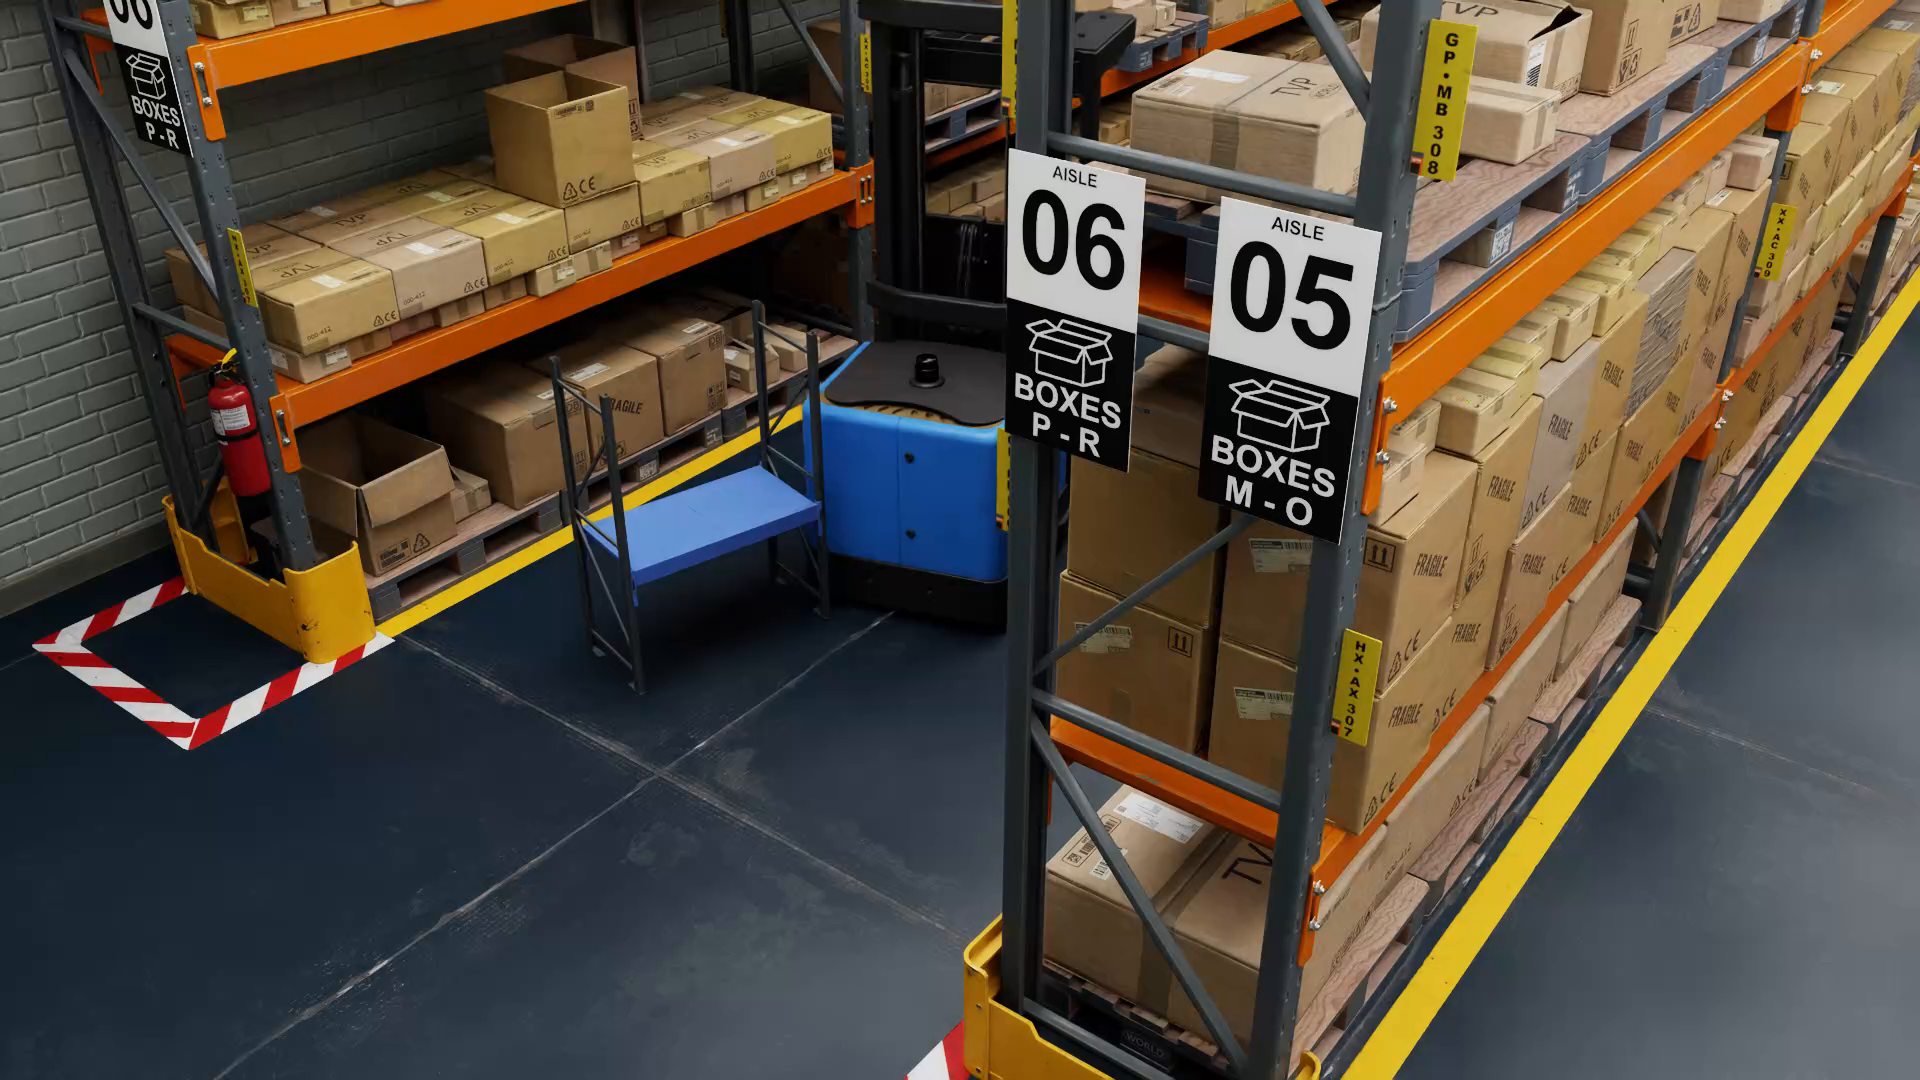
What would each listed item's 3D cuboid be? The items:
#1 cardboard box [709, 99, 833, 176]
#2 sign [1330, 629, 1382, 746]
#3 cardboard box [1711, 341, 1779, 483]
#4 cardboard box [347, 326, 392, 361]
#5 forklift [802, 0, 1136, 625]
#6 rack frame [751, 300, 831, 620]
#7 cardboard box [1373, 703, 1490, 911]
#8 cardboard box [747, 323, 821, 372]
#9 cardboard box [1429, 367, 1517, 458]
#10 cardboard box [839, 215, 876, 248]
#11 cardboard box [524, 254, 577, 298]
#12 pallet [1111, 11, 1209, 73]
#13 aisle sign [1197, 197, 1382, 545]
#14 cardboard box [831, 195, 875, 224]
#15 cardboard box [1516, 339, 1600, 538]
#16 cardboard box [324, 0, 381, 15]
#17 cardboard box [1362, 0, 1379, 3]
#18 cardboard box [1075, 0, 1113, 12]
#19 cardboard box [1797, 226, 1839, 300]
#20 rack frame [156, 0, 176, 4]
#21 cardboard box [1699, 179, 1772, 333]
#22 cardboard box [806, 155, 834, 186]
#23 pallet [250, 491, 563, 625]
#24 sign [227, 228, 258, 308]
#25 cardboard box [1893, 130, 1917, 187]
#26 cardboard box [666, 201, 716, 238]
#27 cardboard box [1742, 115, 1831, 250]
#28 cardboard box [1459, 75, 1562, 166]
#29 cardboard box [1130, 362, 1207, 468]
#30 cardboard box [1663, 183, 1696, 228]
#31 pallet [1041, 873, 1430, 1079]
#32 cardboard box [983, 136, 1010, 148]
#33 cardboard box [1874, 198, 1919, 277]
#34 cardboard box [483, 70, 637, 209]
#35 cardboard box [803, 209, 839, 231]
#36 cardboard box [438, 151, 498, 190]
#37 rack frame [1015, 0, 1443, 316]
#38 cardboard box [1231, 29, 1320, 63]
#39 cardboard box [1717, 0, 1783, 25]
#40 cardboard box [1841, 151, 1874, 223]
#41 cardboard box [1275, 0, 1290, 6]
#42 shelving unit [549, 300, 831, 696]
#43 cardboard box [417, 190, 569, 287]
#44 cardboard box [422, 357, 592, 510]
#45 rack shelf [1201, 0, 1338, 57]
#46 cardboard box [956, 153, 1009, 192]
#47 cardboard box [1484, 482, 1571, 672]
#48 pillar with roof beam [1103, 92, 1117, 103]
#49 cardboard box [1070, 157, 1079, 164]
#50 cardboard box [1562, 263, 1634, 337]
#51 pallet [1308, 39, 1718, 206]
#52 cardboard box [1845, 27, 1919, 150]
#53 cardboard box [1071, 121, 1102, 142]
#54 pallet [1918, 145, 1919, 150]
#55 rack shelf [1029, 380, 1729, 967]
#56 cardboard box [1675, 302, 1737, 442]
[{"bbox_3d":[-1.088,-2.322,9.581,0.500,0.250,0.500,22,37,32],"label":"cardboard box"},{"bbox_3d":[1.009,0.378,4.243,0.100,0.325,0.005,21,37,31],"label":"sign"},{"bbox_3d":[3.835,-0.927,9.044,0.875,0.875,0.875,22,37,33],"label":"cardboard box"},{"bbox_3d":[-2.855,-0.973,7.696,0.380,0.149,0.250,22,37,32],"label":"cardboard box"},{"bbox_3d":[0.219,-1.594,8.565,1.130,2.935,3.031,10,32,17],"label":"forklift"},{"bbox_3d":[-0.797,-0.360,7.886,0.032,1.500,0.500,-22,37,-32],"label":"rack frame"},{"bbox_3d":[1.435,0.860,6.459,0.875,0.438,0.875,22,37,33],"label":"cardboard box"},{"bbox_3d":[-1.077,-1.178,10.180,0.380,0.149,0.250,20,36,30],"label":"cardboard box"},{"bbox_3d":[1.355,-0.398,4.765,0.380,0.149,0.250,22,37,33],"label":"cardboard box"},{"bbox_3d":[-0.546,-1.989,10.567,0.380,0.149,0.250,23,38,33],"label":"cardboard box"},{"bbox_3d":[-2.155,-1.364,8.356,0.380,0.149,0.250,20,36,30],"label":"cardboard box"},{"bbox_3d":[1.087,-3.787,12.385,1.213,0.211,1.003,21,37,31],"label":"pallet"},{"bbox_3d":[0.758,-0.388,3.913,0.394,0.787,0.004,21,37,31],"label":"aisle sign"},{"bbox_3d":[-0.594,-2.135,10.523,0.380,0.149,0.250,20,36,30],"label":"cardboard box"},{"bbox_3d":[1.698,-0.393,5.392,0.500,0.500,0.500,21,36,31],"label":"cardboard box"},{"bbox_3d":[-2.706,-2.368,7.109,0.380,0.149,0.250,21,37,32],"label":"cardboard box"},{"bbox_3d":[3.997,-5.480,16.358,0.500,0.250,0.500,22,37,32],"label":"cardboard box"},{"bbox_3d":[0.602,-3.671,11.489,0.797,0.503,0.637,20,36,30],"label":"cardboard box"},{"bbox_3d":[4.094,-1.462,8.421,0.500,0.250,0.500,21,36,31],"label":"cardboard box"},{"bbox_3d":[-3.389,-3.495,5.821,1.000,3.000,0.127,21,37,31],"label":"rack frame"},{"bbox_3d":[2.920,-1.211,6.772,0.500,0.500,0.500,21,36,31],"label":"cardboard box"},{"bbox_3d":[-0.966,-2.225,9.809,0.380,0.149,0.250,22,37,32],"label":"cardboard box"},{"bbox_3d":[-2.863,-0.070,8.661,1.003,0.211,1.213,21,37,31],"label":"pallet"},{"bbox_3d":[-2.956,-1.120,6.849,0.100,0.325,0.005,21,37,31],"label":"sign"},{"bbox_3d":[5.301,-2.290,9.819,0.500,0.250,0.500,20,36,30],"label":"cardboard box"},{"bbox_3d":[-1.555,-1.789,9.072,0.380,0.149,0.250,21,36,31],"label":"cardboard box"},{"bbox_3d":[3.480,-1.578,7.391,0.500,0.500,0.500,22,37,32],"label":"cardboard box"},{"bbox_3d":[1.411,-1.166,4.569,0.380,0.149,0.250,23,37,33],"label":"cardboard box"},{"bbox_3d":[0.627,-0.348,4.680,0.380,0.149,0.250,22,37,32],"label":"cardboard box"},{"bbox_3d":[2.510,-1.263,6.224,0.380,0.149,0.250,21,36,31],"label":"cardboard box"},{"bbox_3d":[0.991,1.462,6.076,1.003,0.211,1.213,21,37,31],"label":"pallet"},{"bbox_3d":[0.139,-2.892,12.092,0.380,0.149,0.250,21,37,32],"label":"cardboard box"},{"bbox_3d":[6.188,-2.219,11.718,0.950,0.372,0.625,20,36,30],"label":"cardboard box"},{"bbox_3d":[-1.995,-2.012,8.322,0.500,0.500,0.500,22,37,32],"label":"cardboard box"},{"bbox_3d":[-0.982,-2.163,10.861,0.380,0.149,0.250,20,36,29],"label":"cardboard box"},{"bbox_3d":[-2.392,-1.868,8.815,0.500,0.250,0.500,21,37,31],"label":"cardboard box"},{"bbox_3d":[0.570,-1.969,3.246,1.000,3.000,0.127,21,37,31],"label":"rack frame"},{"bbox_3d":[2.622,-4.116,14.671,0.875,0.625,0.625,19,36,29],"label":"cardboard box"},{"bbox_3d":[2.695,-1.955,5.901,0.380,0.149,0.250,22,37,32],"label":"cardboard box"},{"bbox_3d":[4.397,-1.881,8.638,0.500,0.250,0.500,20,36,30],"label":"cardboard box"},{"bbox_3d":[2.516,-4.621,13.753,0.500,0.250,0.500,20,36,30],"label":"cardboard box"},{"bbox_3d":[-1.197,-0.200,7.616,1.048,1.500,0.538,-22,37,-32],"label":"shelving unit"},{"bbox_3d":[-2.293,-1.491,8.180,0.500,0.250,0.500,20,36,30],"label":"cardboard box"},{"bbox_3d":[-2.397,-0.575,8.818,0.700,0.500,0.500,23,38,33],"label":"cardboard box"},{"bbox_3d":[2.647,-4.670,14.393,1.077,0.370,4.000,21,37,31],"label":"rack shelf"},{"bbox_3d":[0.192,-2.539,11.495,0.380,0.149,0.250,23,37,33],"label":"cardboard box"},{"bbox_3d":[1.694,0.046,5.631,0.500,0.500,0.500,21,37,31],"label":"cardboard box"},{"bbox_3d":[4.941,-6.229,10.435,9.100,9.000,0.400,21,37,31],"label":"pillar with roof beam"},{"bbox_3d":[0.732,-2.620,12.268,0.500,0.500,0.500,23,38,33],"label":"cardboard box"},{"bbox_3d":[1.975,-0.817,5.472,0.380,0.149,0.250,20,36,30],"label":"cardboard box"},{"bbox_3d":[1.746,-1.443,5.388,1.003,0.211,1.213,21,37,31],"label":"pallet"},{"bbox_3d":[4.688,-2.412,8.799,0.500,0.500,0.500,21,37,31],"label":"cardboard box"},{"bbox_3d":[0.814,-2.965,12.214,0.380,0.149,0.250,22,37,33],"label":"cardboard box"},{"bbox_3d":[5.745,-2.880,10.856,1.213,0.211,1.003,21,37,31],"label":"pallet"},{"bbox_3d":[1.778,0.108,6.331,1.077,0.370,4.000,21,37,31],"label":"rack shelf"},{"bbox_3d":[2.909,-0.790,7.043,0.500,0.500,0.500,21,37,32],"label":"cardboard box"}]
